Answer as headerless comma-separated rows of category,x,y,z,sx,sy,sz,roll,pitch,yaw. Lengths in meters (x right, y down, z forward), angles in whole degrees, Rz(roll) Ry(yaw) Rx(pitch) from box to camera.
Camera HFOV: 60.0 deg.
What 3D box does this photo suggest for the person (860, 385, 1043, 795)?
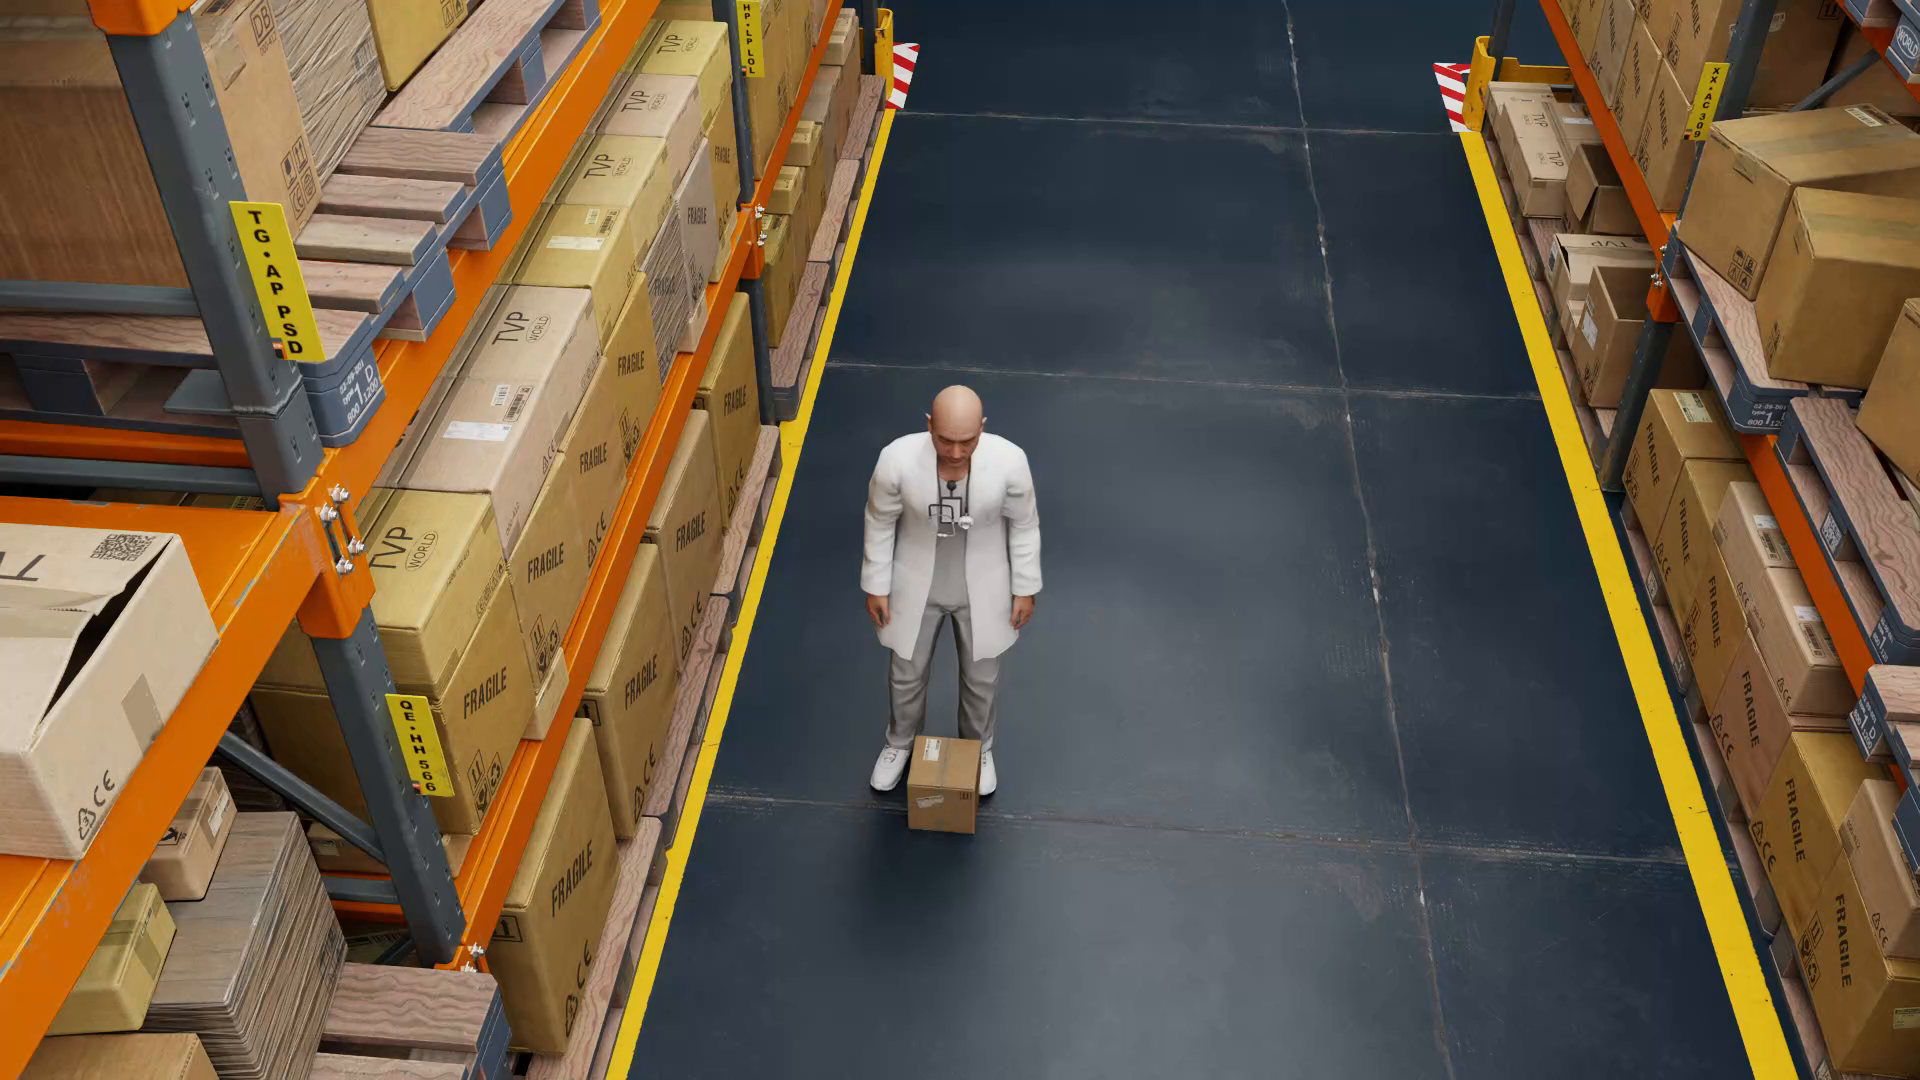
person,-0.031,0.202,5.974,0.652,1.709,0.426,1,40,1
